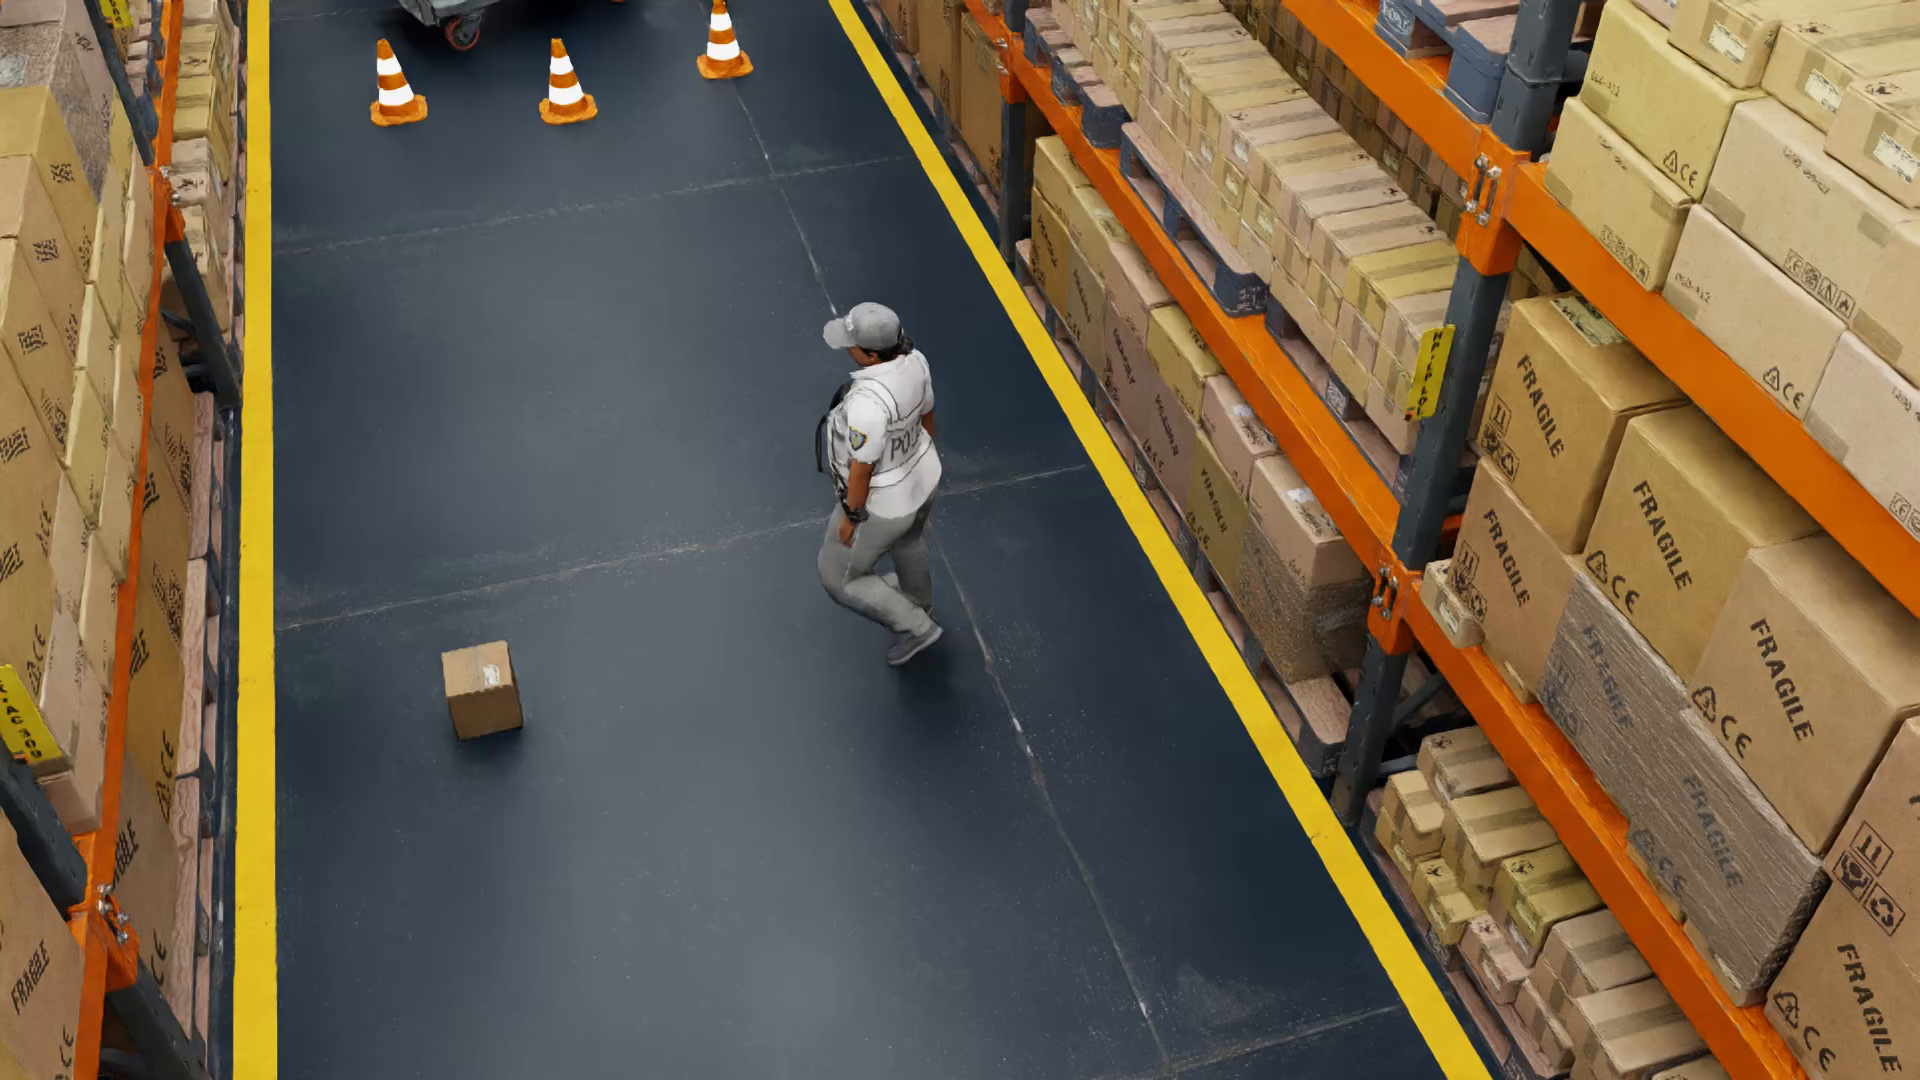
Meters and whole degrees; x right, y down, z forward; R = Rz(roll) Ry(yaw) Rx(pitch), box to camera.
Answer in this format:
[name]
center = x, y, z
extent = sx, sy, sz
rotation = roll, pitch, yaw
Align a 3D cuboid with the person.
[person]
center = -0.239, -0.203, 6.357
extent = 0.477, 1.661, 0.611
rotation = 17, 45, 18
